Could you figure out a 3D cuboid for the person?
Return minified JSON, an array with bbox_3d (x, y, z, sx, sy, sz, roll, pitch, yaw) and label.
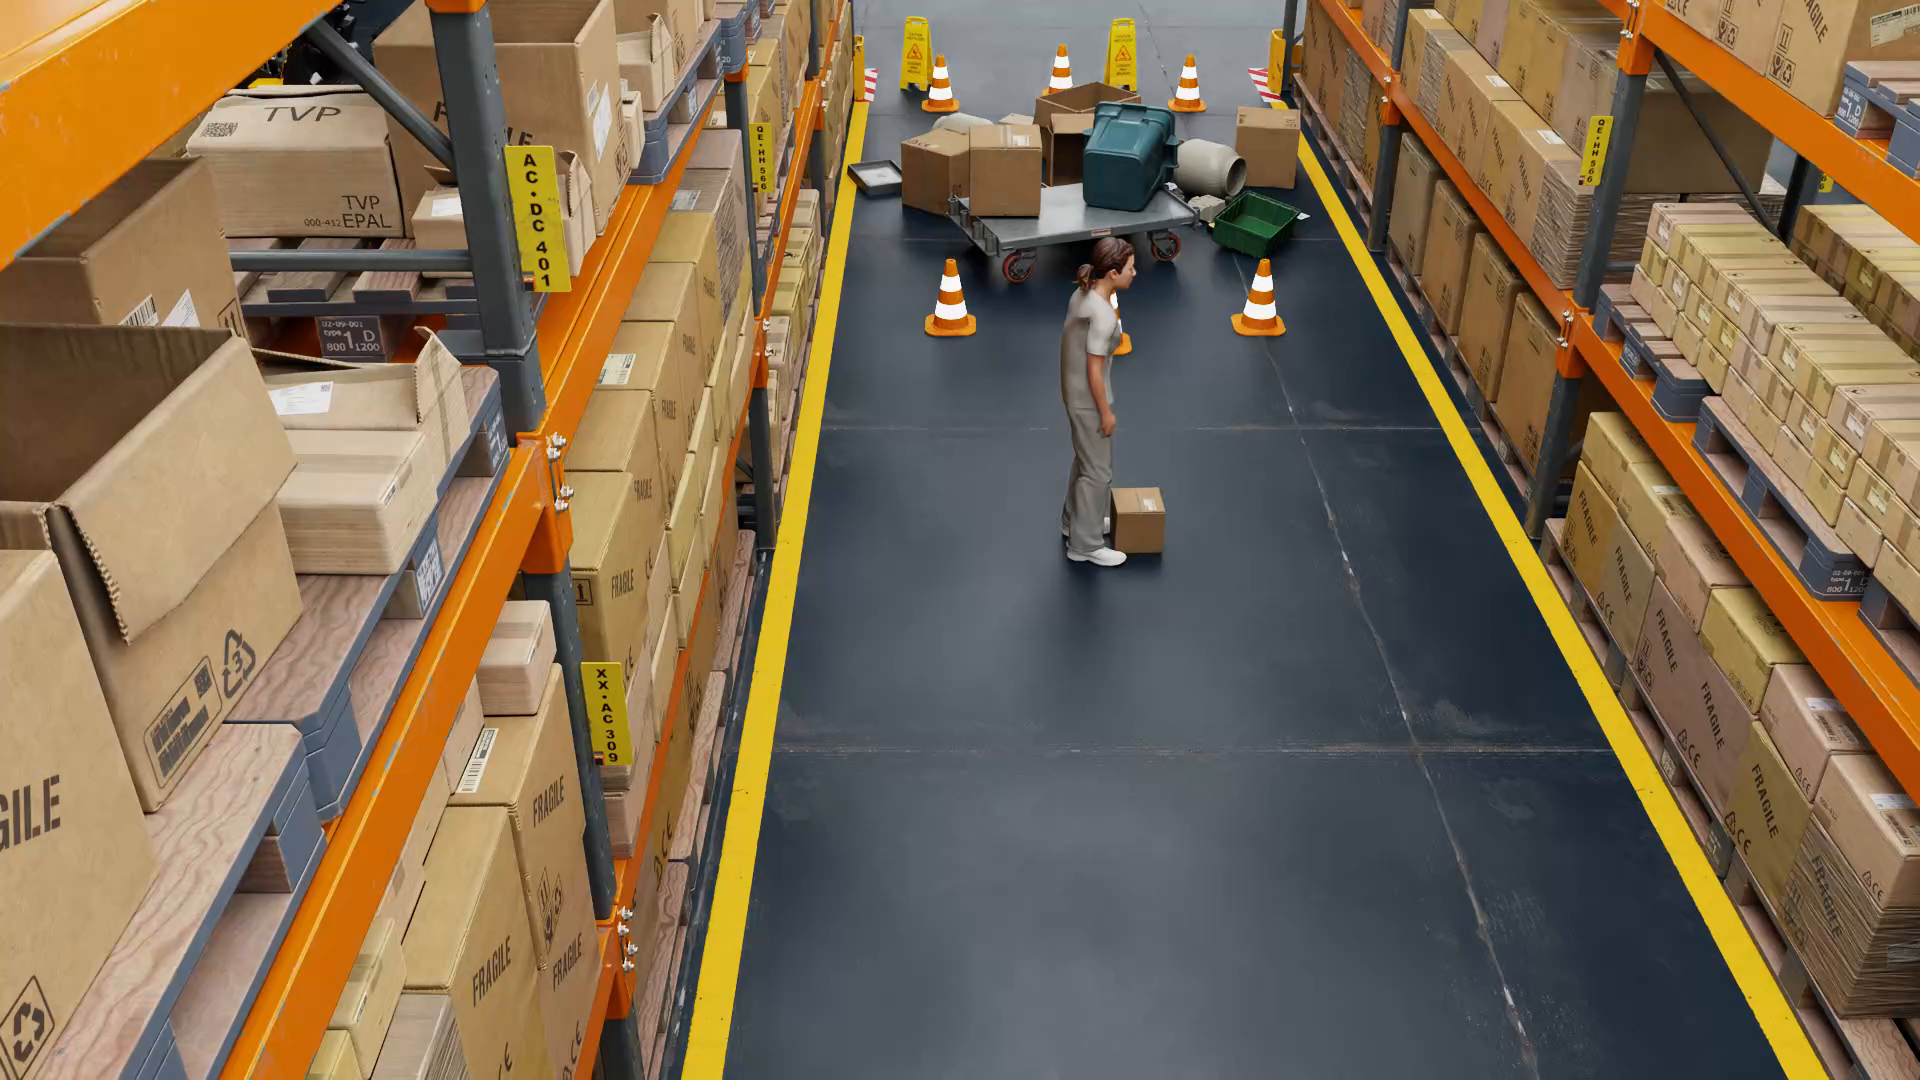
[{"bbox_3d":[0.672,-0.701,8.274,0.349,1.673,0.503,-1,32,-1],"label":"person"}]
